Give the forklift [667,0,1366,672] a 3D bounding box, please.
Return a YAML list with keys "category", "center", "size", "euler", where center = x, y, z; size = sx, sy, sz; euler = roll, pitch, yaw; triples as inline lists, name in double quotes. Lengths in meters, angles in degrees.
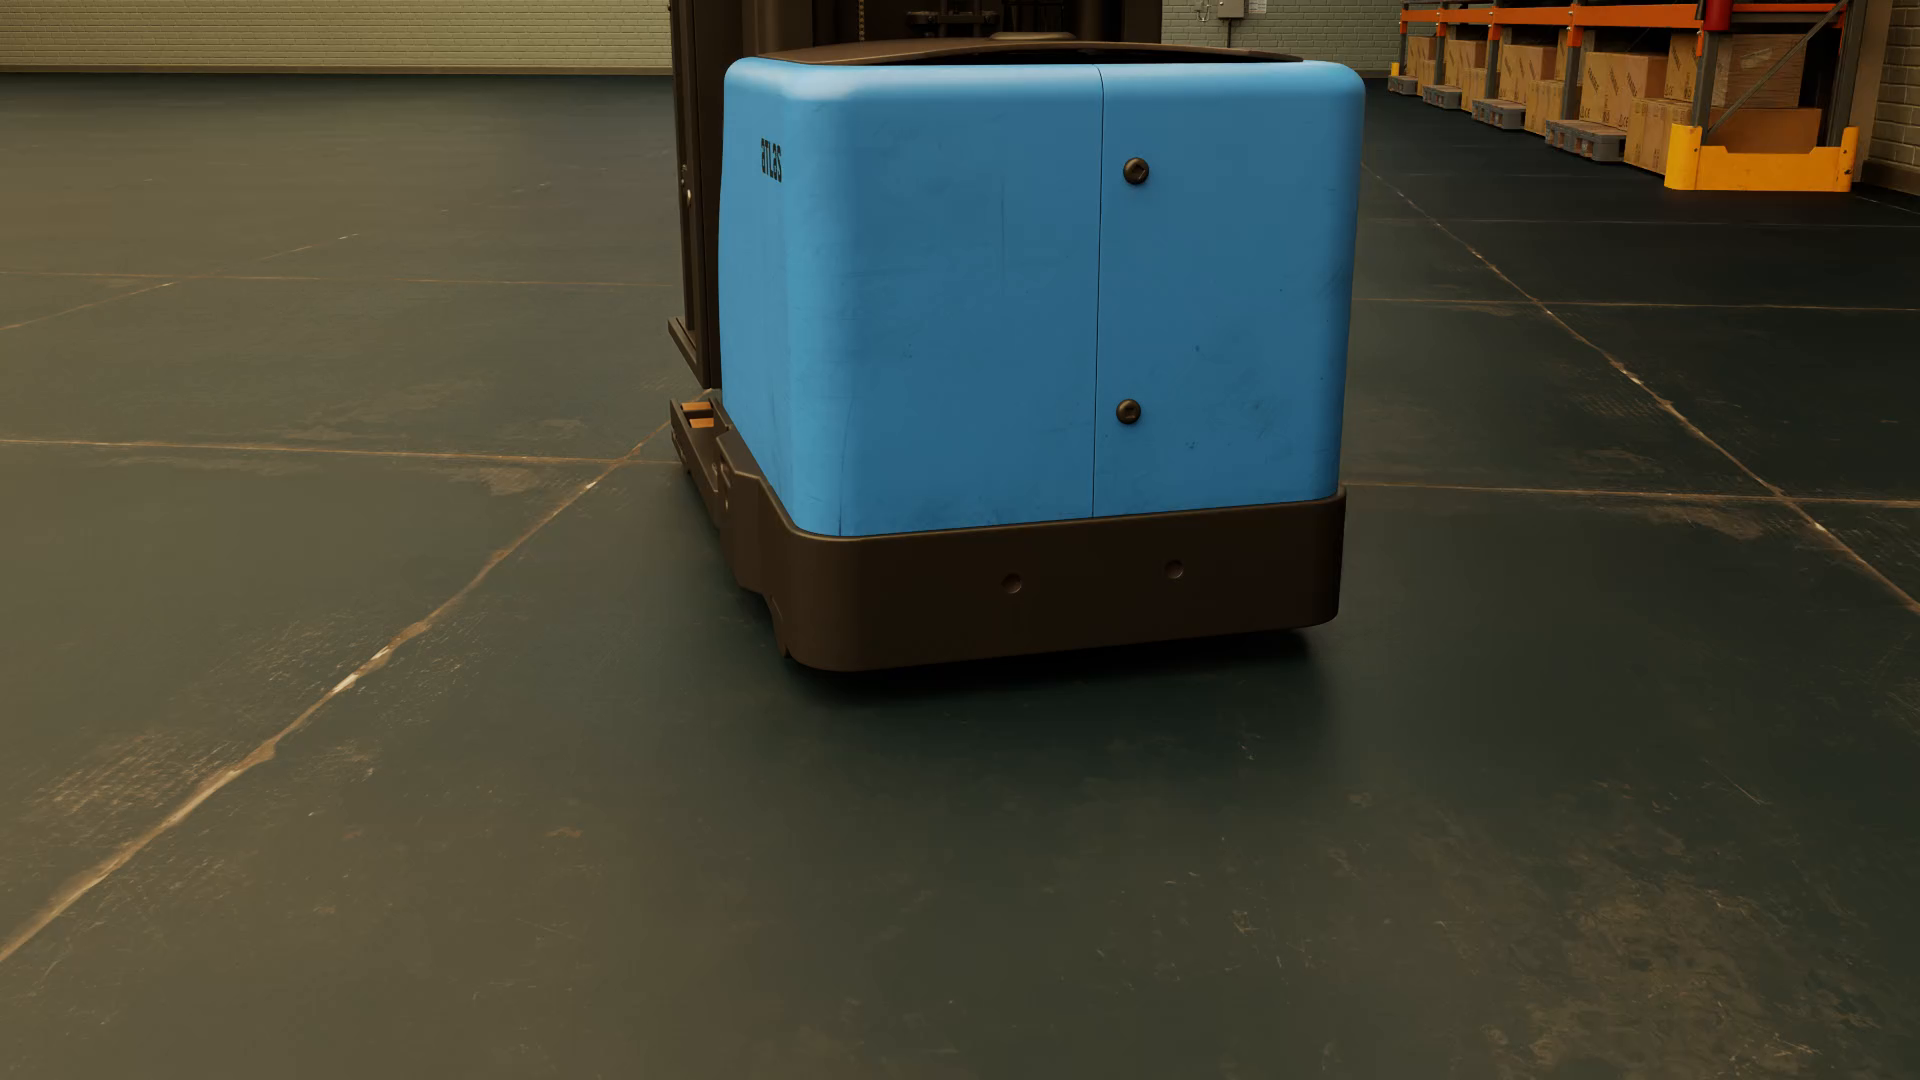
- category: "forklift"
  center: [-0.159, -1.575, 3.946]
  size: [1.130, 2.935, 3.031]
  euler: [-5, 18, -14]
